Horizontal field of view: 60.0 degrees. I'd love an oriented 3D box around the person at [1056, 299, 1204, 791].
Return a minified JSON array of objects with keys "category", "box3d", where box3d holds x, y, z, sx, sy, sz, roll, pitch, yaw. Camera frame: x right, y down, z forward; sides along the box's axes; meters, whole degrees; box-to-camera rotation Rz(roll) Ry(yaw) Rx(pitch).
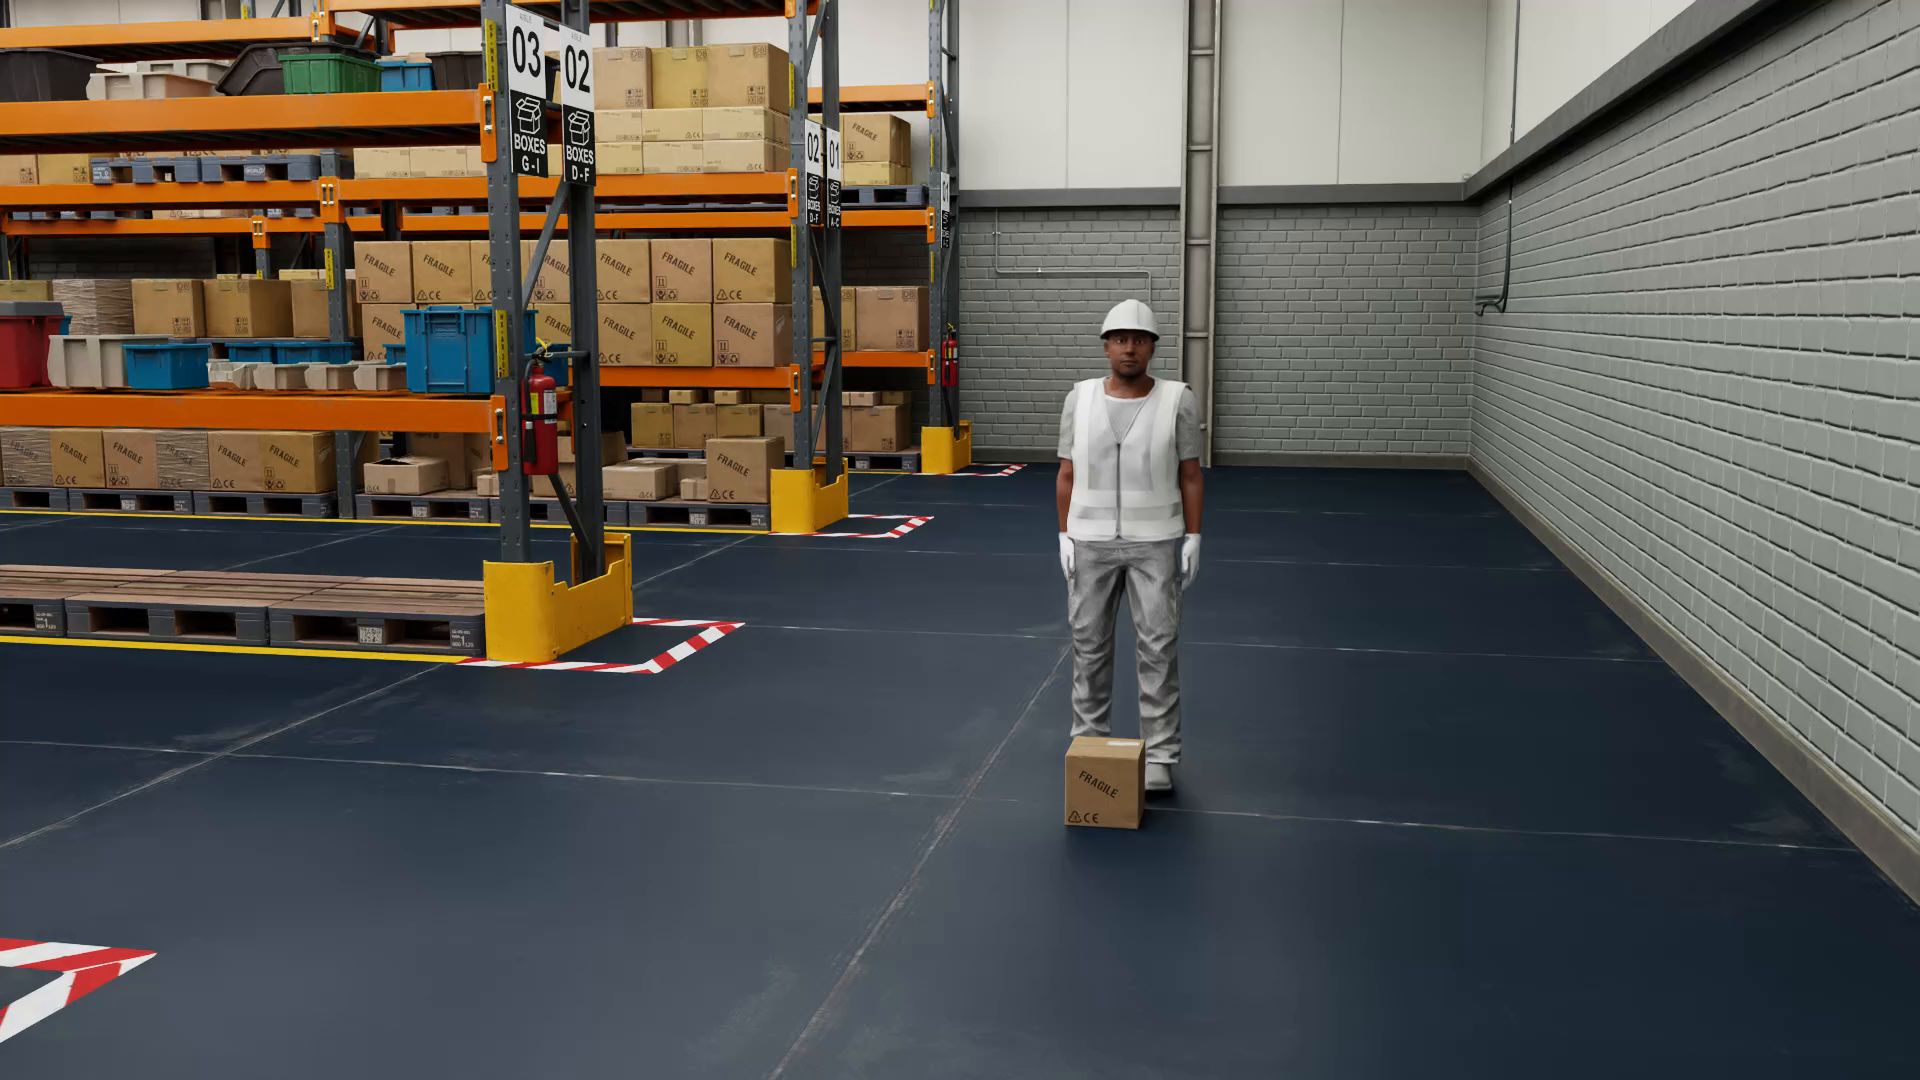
[{"category":"person","box3d":[0.608,0.020,6.091,0.541,1.786,0.419,2,8,13]}]
